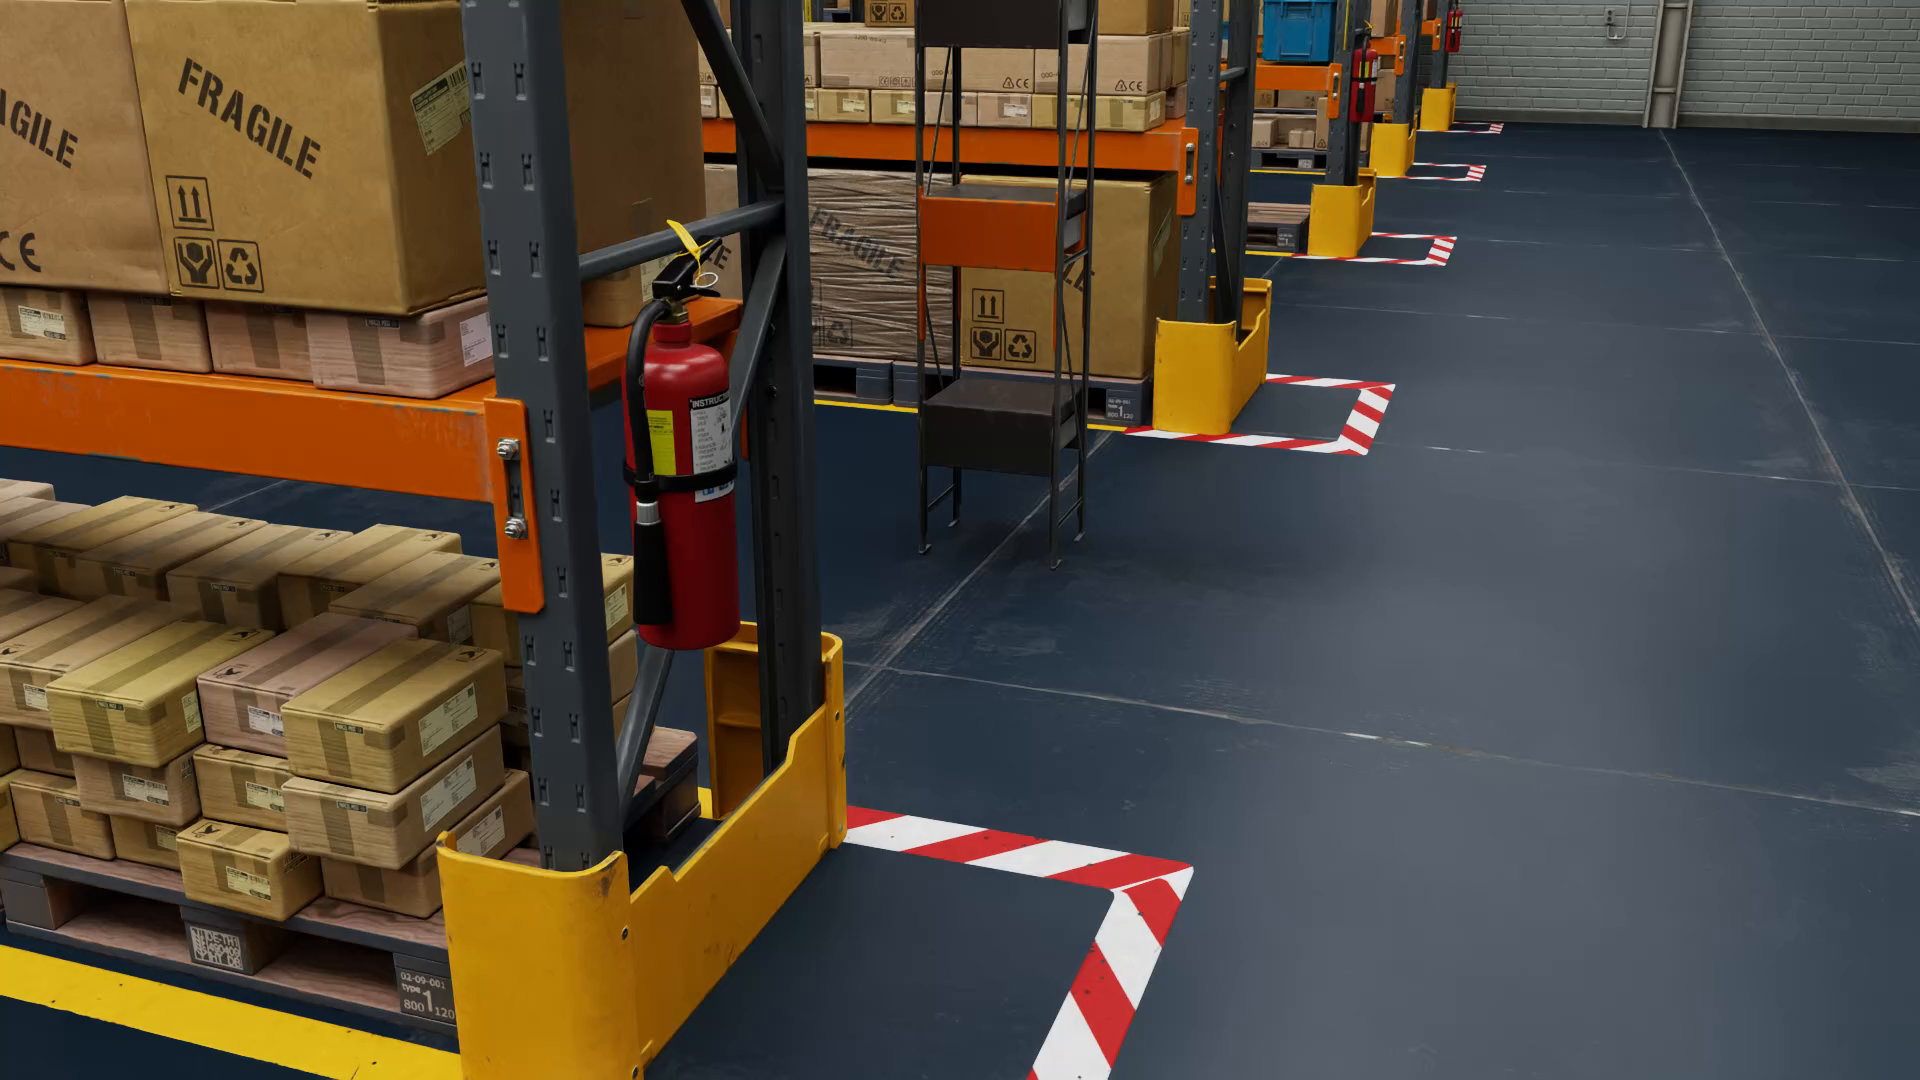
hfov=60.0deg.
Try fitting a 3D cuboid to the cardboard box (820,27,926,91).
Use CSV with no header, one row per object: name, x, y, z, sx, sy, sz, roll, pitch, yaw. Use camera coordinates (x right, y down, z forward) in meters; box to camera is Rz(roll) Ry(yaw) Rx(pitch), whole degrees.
cardboard box,-0.320,-2.227,7.685,0.500,0.250,0.500,6,20,16

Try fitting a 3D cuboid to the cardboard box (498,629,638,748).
cardboard box,-0.949,0.324,3.830,0.250,0.149,0.380,7,21,20

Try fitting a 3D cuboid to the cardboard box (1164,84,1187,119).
cardboard box,0.958,-2.100,7.926,0.250,0.149,0.380,7,20,19

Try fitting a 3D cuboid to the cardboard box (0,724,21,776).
cardboard box,-2.116,0.385,3.656,0.250,0.149,0.380,7,20,19

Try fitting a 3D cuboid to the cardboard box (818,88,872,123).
cardboard box,-0.470,-2.033,7.733,0.250,0.149,0.380,7,20,18

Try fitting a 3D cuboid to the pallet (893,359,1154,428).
pallet,0.404,-0.823,8.117,1.213,0.211,1.003,7,20,18

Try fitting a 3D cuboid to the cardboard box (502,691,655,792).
cardboard box,-0.928,0.445,3.936,0.250,0.149,0.380,7,20,19

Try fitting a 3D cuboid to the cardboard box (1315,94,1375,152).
cardboard box,3.845,-4.167,16.603,0.500,0.500,0.500,7,20,18

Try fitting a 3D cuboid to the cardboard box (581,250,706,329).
cardboard box,-0.737,-0.565,3.522,0.250,0.149,0.380,6,20,18

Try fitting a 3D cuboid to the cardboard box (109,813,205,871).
cardboard box,-1.602,0.558,3.613,0.250,0.149,0.380,6,20,18

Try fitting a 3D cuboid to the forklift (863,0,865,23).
forklift,-0.129,-3.182,10.751,1.130,2.935,3.031,-5,20,-13

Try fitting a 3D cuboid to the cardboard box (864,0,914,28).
cardboard box,-0.144,-2.746,8.032,0.500,0.500,0.500,6,20,17

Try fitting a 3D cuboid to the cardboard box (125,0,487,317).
cardboard box,-1.047,-0.703,2.932,0.500,0.500,0.500,7,20,19

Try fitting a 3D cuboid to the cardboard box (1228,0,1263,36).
cardboard box,2.966,-5.279,16.512,0.500,0.500,0.500,7,20,18

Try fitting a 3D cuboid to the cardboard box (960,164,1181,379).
cardboard box,0.554,-1.317,7.888,0.875,0.875,0.875,7,20,18

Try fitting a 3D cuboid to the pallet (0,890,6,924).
pallet,-2.515,0.531,4.233,1.213,0.211,1.003,7,20,18

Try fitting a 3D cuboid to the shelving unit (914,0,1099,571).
shelving unit,0.156,-0.974,5.679,0.503,2.100,0.431,7,20,18

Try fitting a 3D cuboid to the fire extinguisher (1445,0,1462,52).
fire extinguisher,6.052,-6.326,20.351,0.183,0.674,0.296,7,20,18

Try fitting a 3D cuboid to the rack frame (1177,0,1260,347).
rack frame,1.185,-2.078,7.480,0.127,3.000,1.000,7,20,18

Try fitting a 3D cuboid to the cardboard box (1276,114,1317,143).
cardboard box,3.546,-4.268,17.272,0.500,0.250,0.500,7,20,18

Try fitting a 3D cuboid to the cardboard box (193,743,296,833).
cardboard box,-1.360,0.447,3.477,0.250,0.149,0.380,6,20,17

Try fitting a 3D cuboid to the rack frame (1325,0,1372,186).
rack frame,2.810,-3.618,11.898,0.127,3.000,1.000,7,20,18

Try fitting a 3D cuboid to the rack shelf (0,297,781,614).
rack shelf,-2.428,-0.423,3.826,4.000,0.370,1.077,7,20,18

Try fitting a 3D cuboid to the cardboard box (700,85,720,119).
cardboard box,-1.199,-2.116,7.972,0.250,0.149,0.380,7,20,19

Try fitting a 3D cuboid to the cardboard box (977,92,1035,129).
cardboard box,0.256,-1.951,7.497,0.250,0.149,0.380,7,20,18

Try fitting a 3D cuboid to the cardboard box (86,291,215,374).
cardboard box,-1.404,-0.436,3.153,0.250,0.149,0.380,6,20,18

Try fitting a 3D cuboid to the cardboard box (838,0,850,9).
cardboard box,-1.029,-6.007,17.962,0.500,0.500,0.700,1,19,4

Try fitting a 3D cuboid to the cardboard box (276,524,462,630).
cardboard box,-1.418,0.099,4.026,0.250,0.149,0.380,6,20,18

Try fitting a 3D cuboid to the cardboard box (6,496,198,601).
cardboard box,-2.172,0.022,4.245,0.250,0.149,0.380,7,20,19

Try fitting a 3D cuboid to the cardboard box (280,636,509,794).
cardboard box,-1.122,0.342,3.328,0.250,0.149,0.380,7,20,19

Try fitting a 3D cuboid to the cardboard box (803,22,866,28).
cardboard box,-0.641,-2.448,8.317,0.500,0.250,0.500,6,20,17

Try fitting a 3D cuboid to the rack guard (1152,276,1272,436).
rack guard,1.207,-0.895,7.884,0.348,0.500,1.175,7,20,18

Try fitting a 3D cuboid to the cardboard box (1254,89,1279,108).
cardboard box,3.913,-5.924,21.674,0.500,0.500,0.700,7,20,19

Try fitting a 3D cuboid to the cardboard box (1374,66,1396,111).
cardboard box,5.367,-5.761,21.205,0.500,0.500,0.700,7,20,18

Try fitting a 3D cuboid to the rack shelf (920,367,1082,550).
rack shelf,0.156,-0.300,5.914,0.480,0.518,0.431,7,20,18

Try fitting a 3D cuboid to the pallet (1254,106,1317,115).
pallet,4.132,-5.576,21.752,1.213,0.211,1.003,7,20,18

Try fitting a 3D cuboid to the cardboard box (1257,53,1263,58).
cardboard box,3.870,-6.307,21.787,0.250,0.149,0.380,7,20,19

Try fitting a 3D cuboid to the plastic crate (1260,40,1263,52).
plastic crate,2.409,-3.711,12.475,0.298,0.136,0.250,7,20,18

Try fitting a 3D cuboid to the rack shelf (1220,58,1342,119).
rack shelf,0.921,-3.494,12.636,4.000,0.370,1.077,7,20,18

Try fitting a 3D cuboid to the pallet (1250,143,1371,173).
pallet,3.614,-3.935,17.044,1.213,0.211,1.003,7,20,18

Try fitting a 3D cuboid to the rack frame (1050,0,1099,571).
rack frame,0.387,-0.947,5.604,0.015,2.100,0.400,7,20,18

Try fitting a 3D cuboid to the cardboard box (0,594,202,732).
cardboard box,-1.850,0.261,3.561,0.250,0.149,0.380,6,20,16

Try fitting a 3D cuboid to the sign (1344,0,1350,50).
sign,2.645,-3.522,11.376,0.005,0.325,0.100,7,20,18
